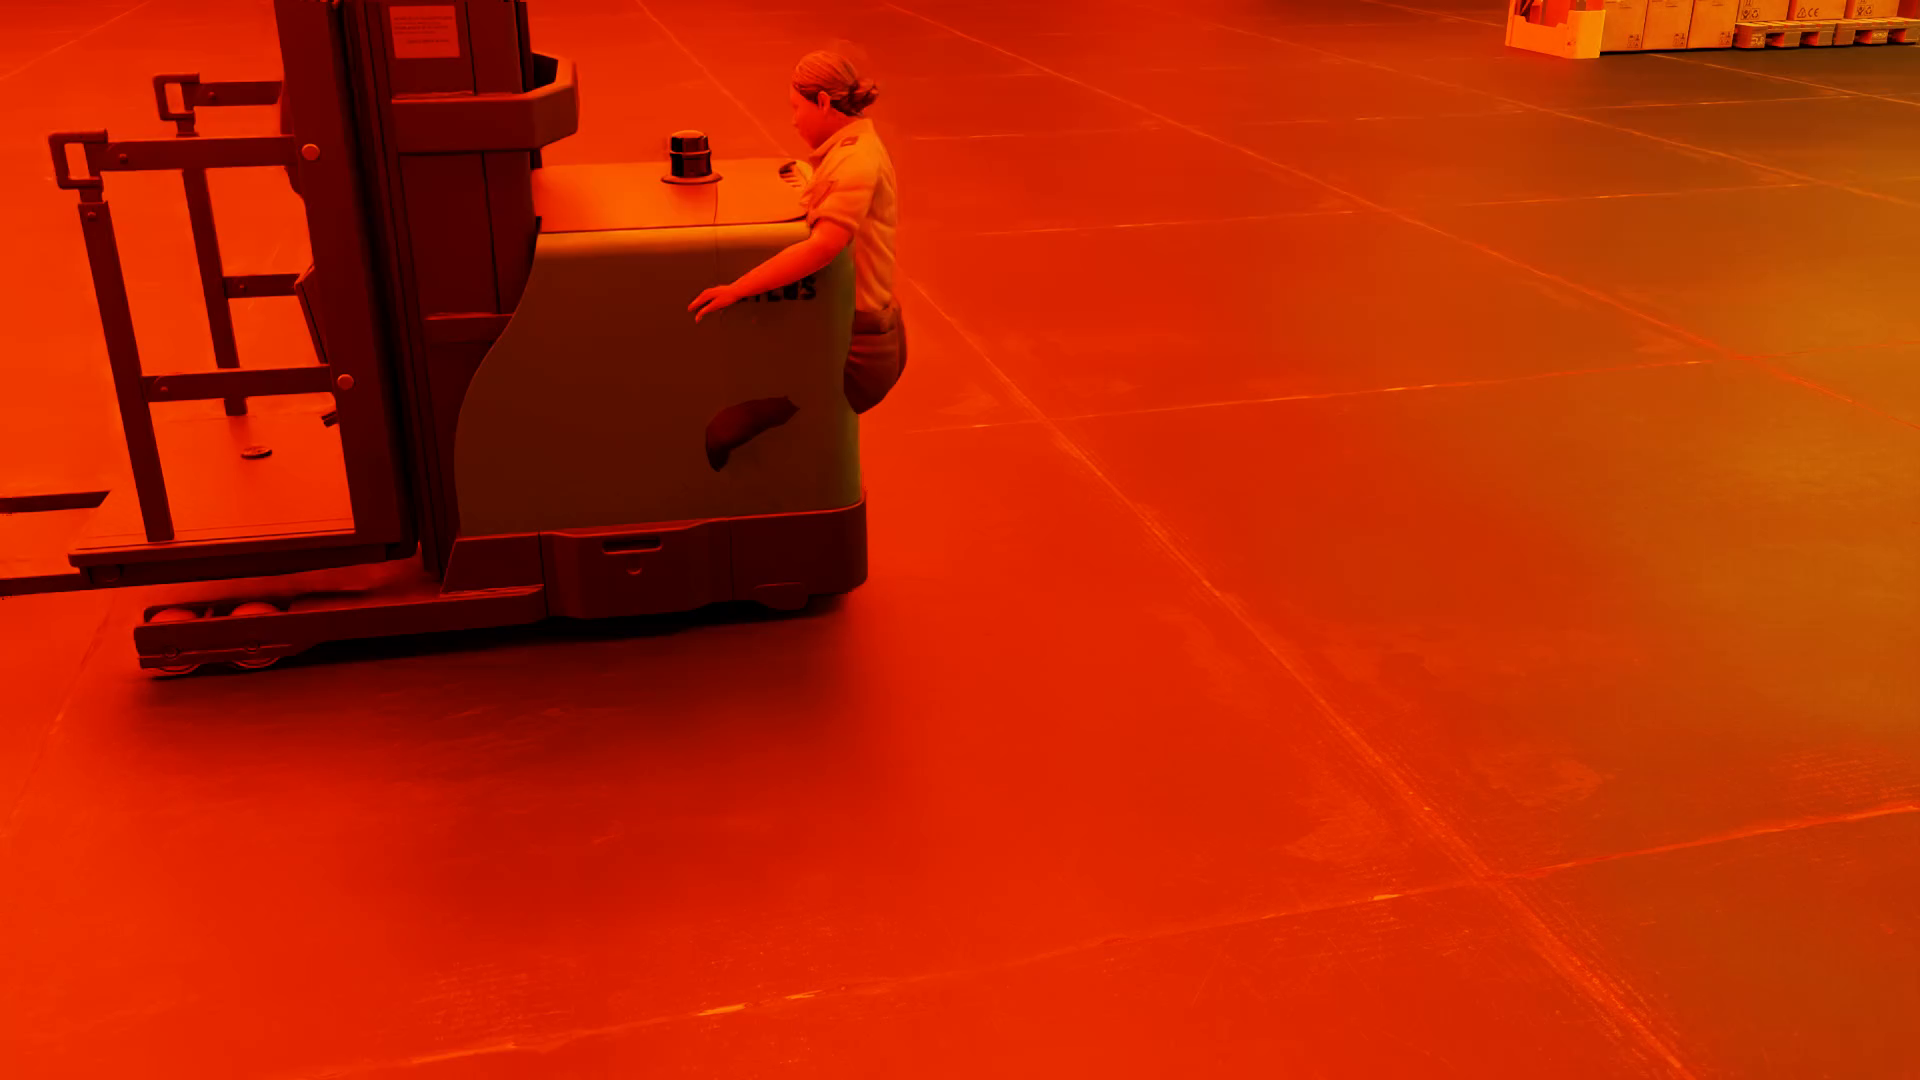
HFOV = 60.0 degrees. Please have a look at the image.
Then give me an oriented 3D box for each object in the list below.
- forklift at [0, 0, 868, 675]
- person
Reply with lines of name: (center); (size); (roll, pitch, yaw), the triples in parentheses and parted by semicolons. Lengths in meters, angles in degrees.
forklift: (-1.826, -1.229, 4.198); (3.031, 2.935, 1.130); (-5, 23, -11)
person: (-0.505, -0.585, 4.586); (0.720, 1.437, 0.840); (1, 23, 3)
